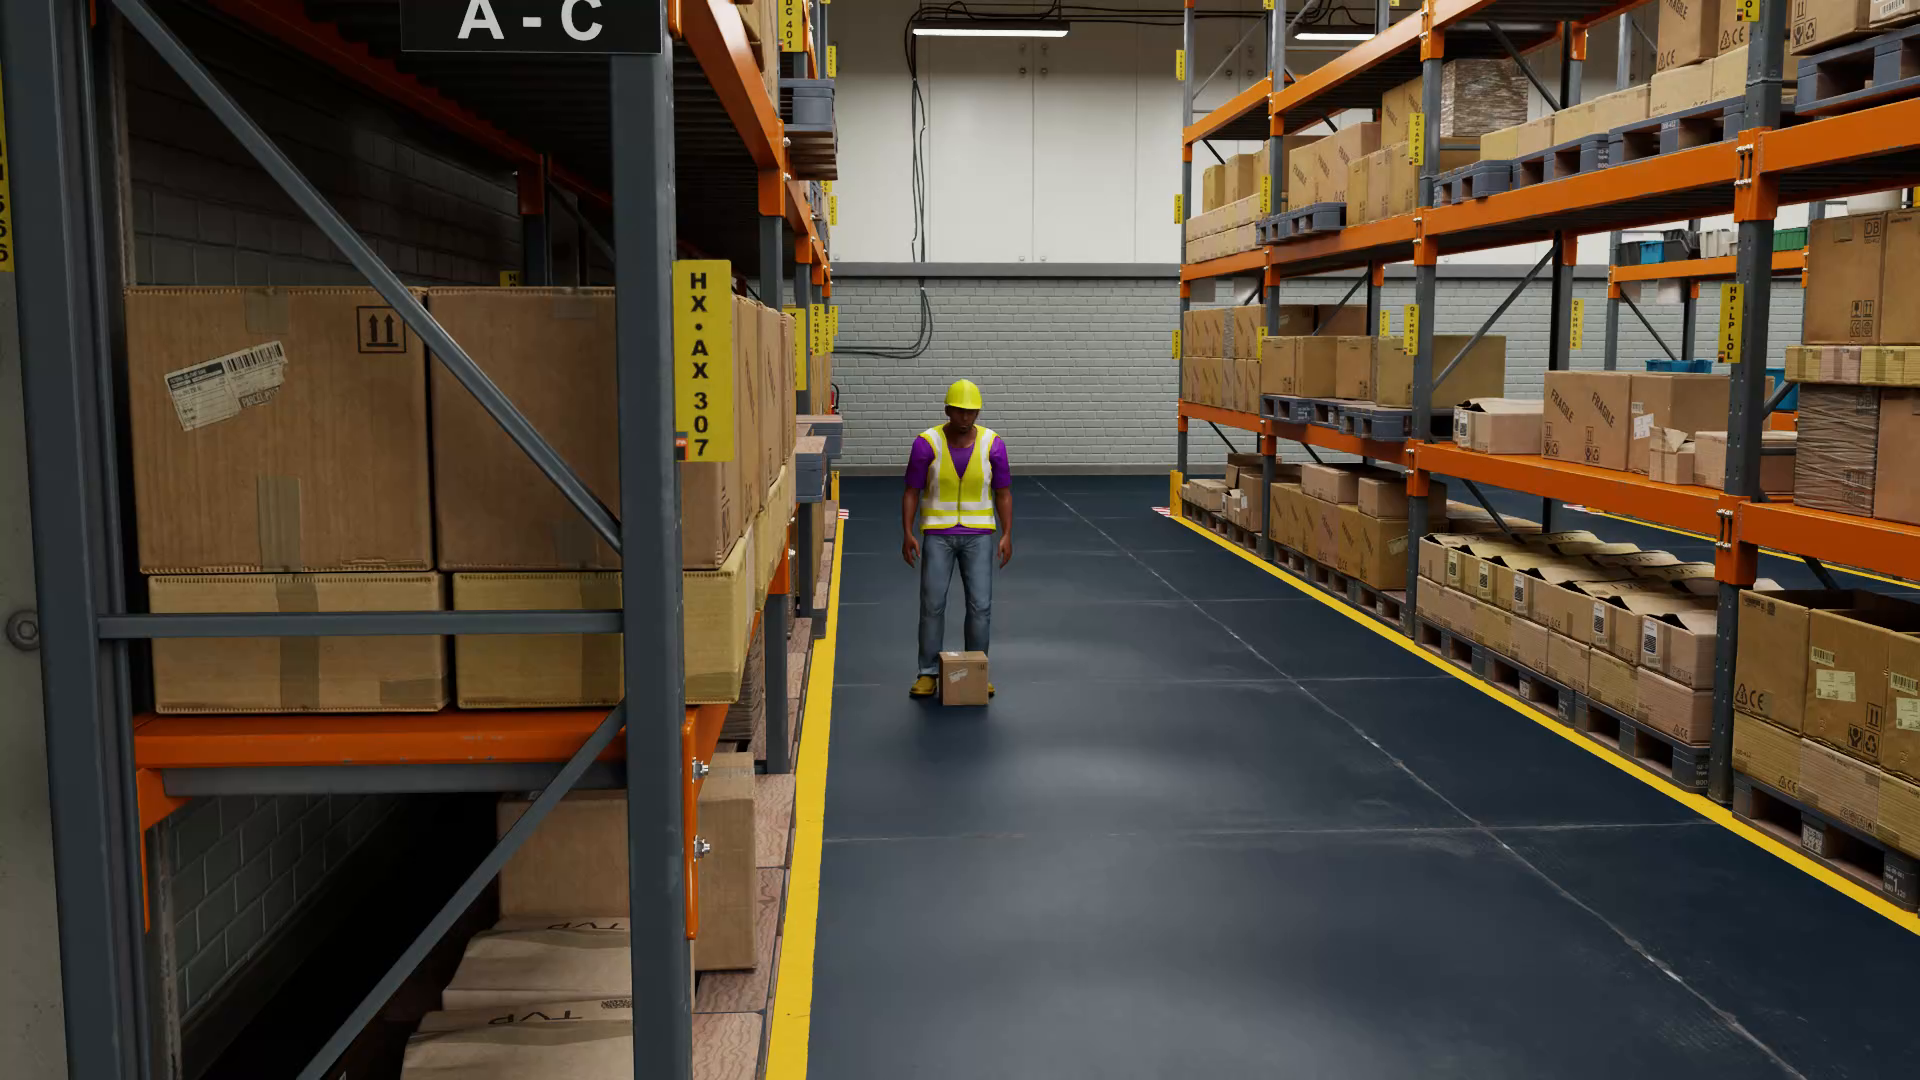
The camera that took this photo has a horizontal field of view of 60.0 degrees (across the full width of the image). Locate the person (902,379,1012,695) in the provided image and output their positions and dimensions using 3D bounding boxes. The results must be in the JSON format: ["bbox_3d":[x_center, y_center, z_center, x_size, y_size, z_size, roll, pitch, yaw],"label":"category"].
[{"bbox_3d":[-0.014,-0.016,9.295,0.626,1.760,0.458,-1,7,-6],"label":"person"}]
